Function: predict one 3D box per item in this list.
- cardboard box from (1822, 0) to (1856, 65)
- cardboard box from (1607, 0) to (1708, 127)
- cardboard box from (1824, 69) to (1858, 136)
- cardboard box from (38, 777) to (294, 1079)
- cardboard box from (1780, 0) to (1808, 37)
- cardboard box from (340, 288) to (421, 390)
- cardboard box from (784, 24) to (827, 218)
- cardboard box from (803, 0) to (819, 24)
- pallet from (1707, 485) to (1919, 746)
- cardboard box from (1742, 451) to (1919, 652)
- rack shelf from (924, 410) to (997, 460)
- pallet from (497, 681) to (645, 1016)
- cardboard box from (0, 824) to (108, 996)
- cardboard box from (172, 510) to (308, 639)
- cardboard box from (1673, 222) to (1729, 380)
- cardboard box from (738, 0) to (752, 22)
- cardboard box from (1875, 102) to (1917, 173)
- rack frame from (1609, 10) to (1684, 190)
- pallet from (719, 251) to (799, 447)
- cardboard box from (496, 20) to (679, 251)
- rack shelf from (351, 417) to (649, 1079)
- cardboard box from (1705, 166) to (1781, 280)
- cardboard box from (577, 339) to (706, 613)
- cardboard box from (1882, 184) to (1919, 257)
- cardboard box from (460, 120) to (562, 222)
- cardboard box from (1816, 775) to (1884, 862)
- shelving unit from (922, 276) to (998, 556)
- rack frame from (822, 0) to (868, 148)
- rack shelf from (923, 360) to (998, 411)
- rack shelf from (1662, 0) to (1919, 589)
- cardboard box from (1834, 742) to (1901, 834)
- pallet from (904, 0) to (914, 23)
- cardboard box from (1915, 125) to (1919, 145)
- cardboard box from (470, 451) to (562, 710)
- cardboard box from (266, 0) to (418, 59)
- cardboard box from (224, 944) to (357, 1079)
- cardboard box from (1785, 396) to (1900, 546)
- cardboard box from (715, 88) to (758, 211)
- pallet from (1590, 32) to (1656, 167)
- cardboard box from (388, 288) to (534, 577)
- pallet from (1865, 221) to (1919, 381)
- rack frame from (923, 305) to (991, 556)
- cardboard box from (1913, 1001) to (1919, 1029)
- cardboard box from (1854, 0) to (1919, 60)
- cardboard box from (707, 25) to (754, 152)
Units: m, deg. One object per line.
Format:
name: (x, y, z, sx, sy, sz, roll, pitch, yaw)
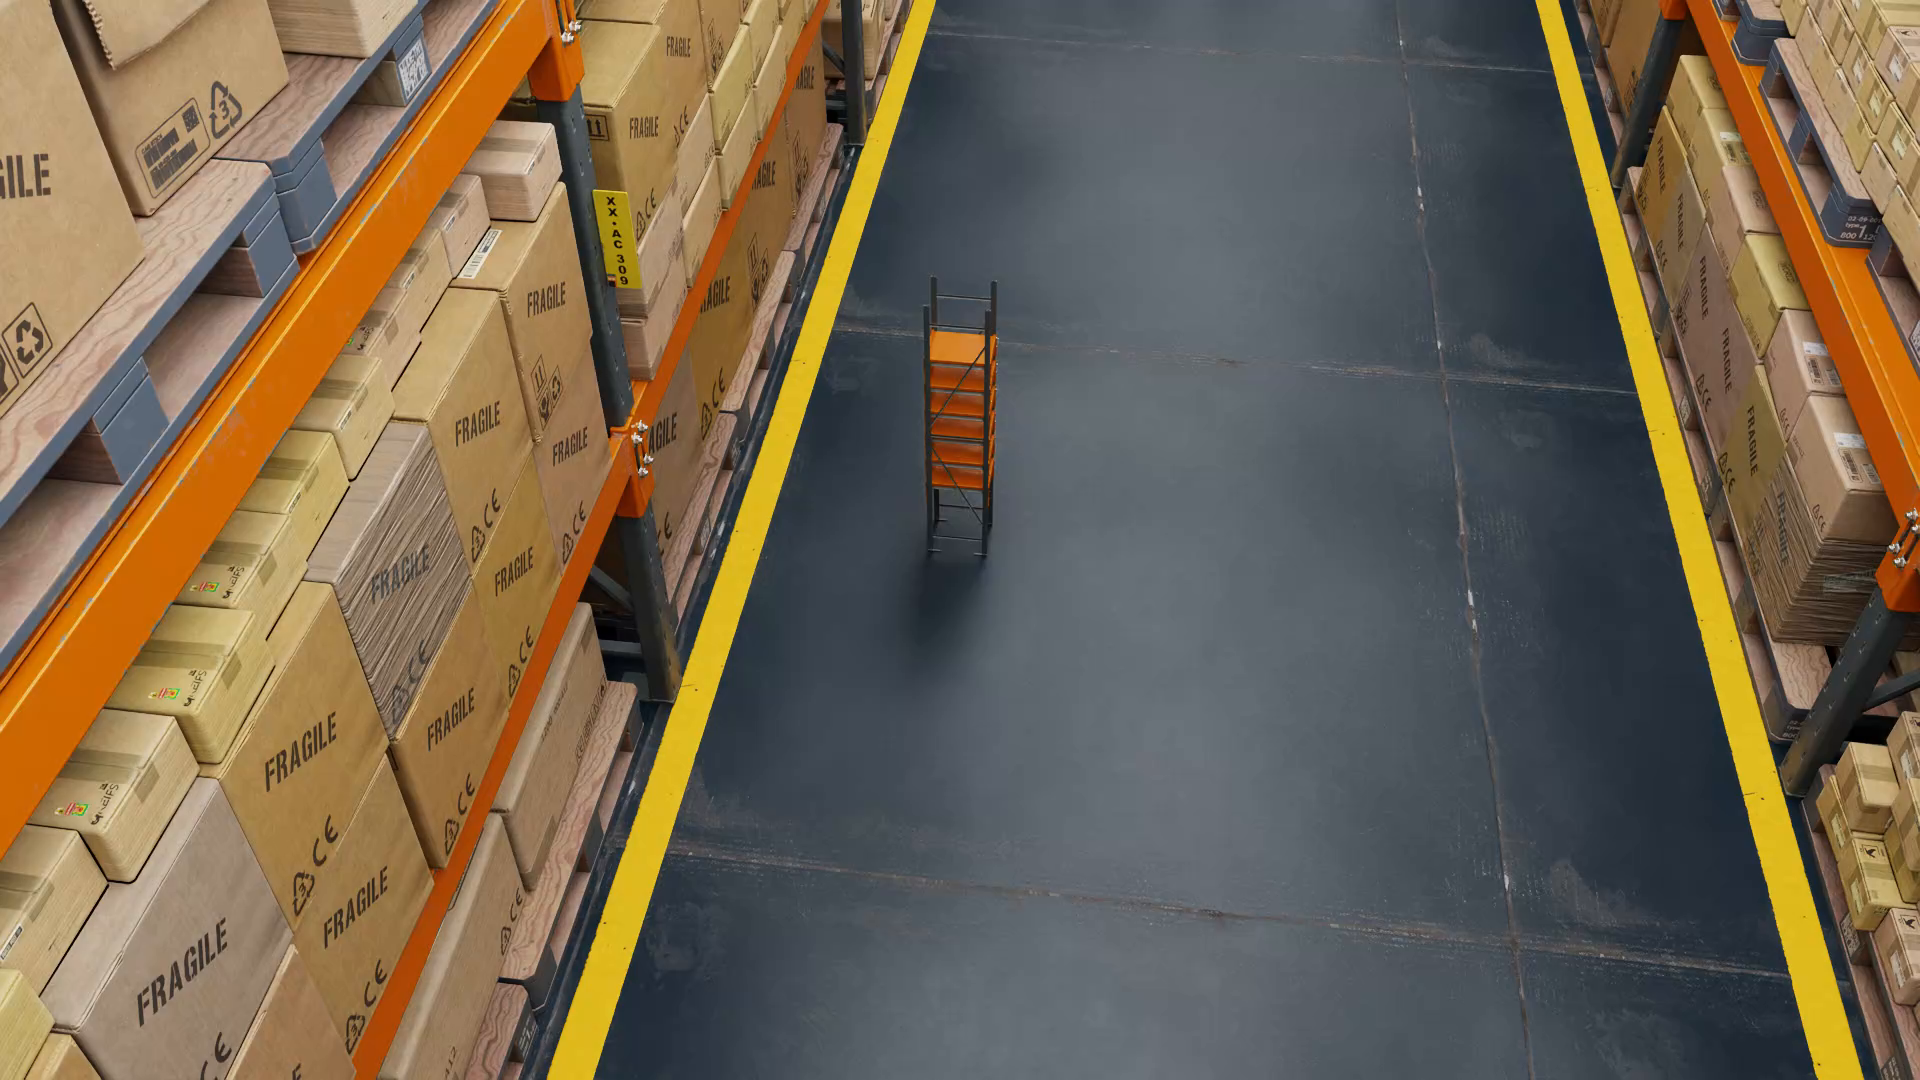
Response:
cardboard box: (3.480, -1.895, 6.230, 0.380, 0.149, 0.250, 5, 44, 5)
cardboard box: (4.082, -2.657, 8.705, 1.050, 0.750, 0.750, 5, 44, 5)
cardboard box: (3.444, -1.608, 6.144, 0.380, 0.149, 0.250, 4, 44, 4)
cardboard box: (-1.598, 0.752, 2.975, 0.500, 0.500, 0.500, 5, 44, 5)
cardboard box: (3.548, -2.138, 6.704, 0.380, 0.149, 0.250, 7, 44, 7)
cardboard box: (-1.463, -0.453, 3.775, 0.380, 0.149, 0.250, 5, 44, 5)
cardboard box: (-1.181, -2.213, 8.146, 0.875, 0.875, 0.875, 5, 44, 5)
cardboard box: (-0.869, -2.523, 7.342, 0.500, 0.250, 0.500, 6, 44, 6)
pallet: (3.485, 0.293, 6.287, 1.003, 0.211, 1.213, 5, 44, 6)
cardboard box: (3.231, 0.039, 6.039, 0.500, 0.500, 0.500, 4, 44, 5)
rack shelf: (0.002, -0.413, 6.378, 0.258, 0.103, 0.180, 5, 44, 6)
pallet: (-1.715, 0.954, 5.589, 1.003, 0.211, 1.213, 5, 44, 6)
cardboard box: (-1.633, 0.588, 2.675, 0.380, 0.149, 0.250, 6, 44, 6)
cardboard box: (-1.511, 0.069, 3.224, 0.380, 0.149, 0.250, 5, 44, 6)
cardboard box: (3.440, -1.007, 7.145, 0.500, 0.500, 0.500, 4, 44, 4)
cardboard box: (-1.023, -2.286, 6.183, 0.500, 0.500, 0.500, 5, 44, 5)
cardboard box: (3.377, -1.359, 5.665, 0.380, 0.149, 0.250, 3, 44, 3)
rack frame: (3.912, -2.915, 7.646, 1.000, 3.000, 0.127, 5, 44, 6)
pallet: (-1.350, -0.924, 7.572, 1.003, 0.211, 1.213, 5, 44, 6)
cardboard box: (-1.193, -1.243, 5.081, 0.500, 0.500, 0.500, 6, 44, 6)
rack shelf: (-1.801, 1.055, 3.978, 1.077, 0.370, 4.000, 5, 44, 6)
cardboard box: (3.436, -1.302, 6.911, 0.500, 0.250, 0.500, 6, 44, 6)
cardboard box: (-1.534, -0.380, 6.210, 0.875, 0.875, 0.875, 6, 44, 7)
cardboard box: (3.342, -1.056, 5.561, 0.380, 0.149, 0.250, 3, 44, 3)
cardboard box: (-1.262, -0.966, 4.316, 0.380, 0.149, 0.250, 4, 44, 5)
cardboard box: (3.017, 0.913, 5.372, 0.380, 0.149, 0.250, 3, 44, 4)
shelving unit: (0.002, -0.446, 6.348, 0.258, 1.200, 0.189, 5, 44, 6)
rack frame: (-1.008, -3.296, 8.049, 1.000, 3.000, 0.127, 5, 44, 6)
rack shelf: (0.002, -0.588, 6.213, 0.258, 0.103, 0.180, 5, 44, 6)
rack shelf: (3.648, -1.290, 6.454, 1.077, 0.370, 4.000, 5, 44, 6)
cardboard box: (3.018, 0.804, 5.271, 0.380, 0.149, 0.250, 7, 44, 7)
pallet: (-0.739, -3.645, 10.446, 1.003, 0.211, 1.213, 5, 44, 6)
cardboard box: (3.348, -1.295, 5.381, 0.380, 0.149, 0.250, 5, 44, 5)
cardboard box: (-1.407, 0.085, 4.406, 0.500, 0.500, 0.500, 4, 44, 4)
cardboard box: (-1.339, -1.112, 3.365, 0.380, 0.149, 0.250, 6, 44, 7)
cardboard box: (-1.593, 1.127, 3.305, 0.500, 0.500, 0.500, 5, 44, 5)
cardboard box: (3.231, -0.236, 5.785, 0.500, 0.250, 0.500, 4, 44, 4)
cardboard box: (-1.066, -1.492, 6.253, 0.500, 0.250, 0.500, 5, 44, 5)
pallet: (4.091, -2.432, 9.165, 1.003, 0.211, 1.213, 5, 44, 6)
cardboard box: (-1.400, -0.277, 4.061, 0.500, 0.500, 0.500, 5, 44, 5)
pallet: (3.629, -0.626, 5.369, 1.003, 0.211, 1.213, 5, 44, 6)
rack frame: (-0.010, -0.383, 6.282, 0.240, 1.200, 0.006, 5, 44, 6)
cardboard box: (3.016, 1.446, 4.809, 0.380, 0.149, 0.250, 4, 44, 5)
cardboard box: (3.450, -1.829, 5.944, 0.380, 0.149, 0.250, 5, 44, 5)
cardboard box: (-1.065, -1.670, 6.078, 0.500, 0.250, 0.500, 6, 44, 6)
